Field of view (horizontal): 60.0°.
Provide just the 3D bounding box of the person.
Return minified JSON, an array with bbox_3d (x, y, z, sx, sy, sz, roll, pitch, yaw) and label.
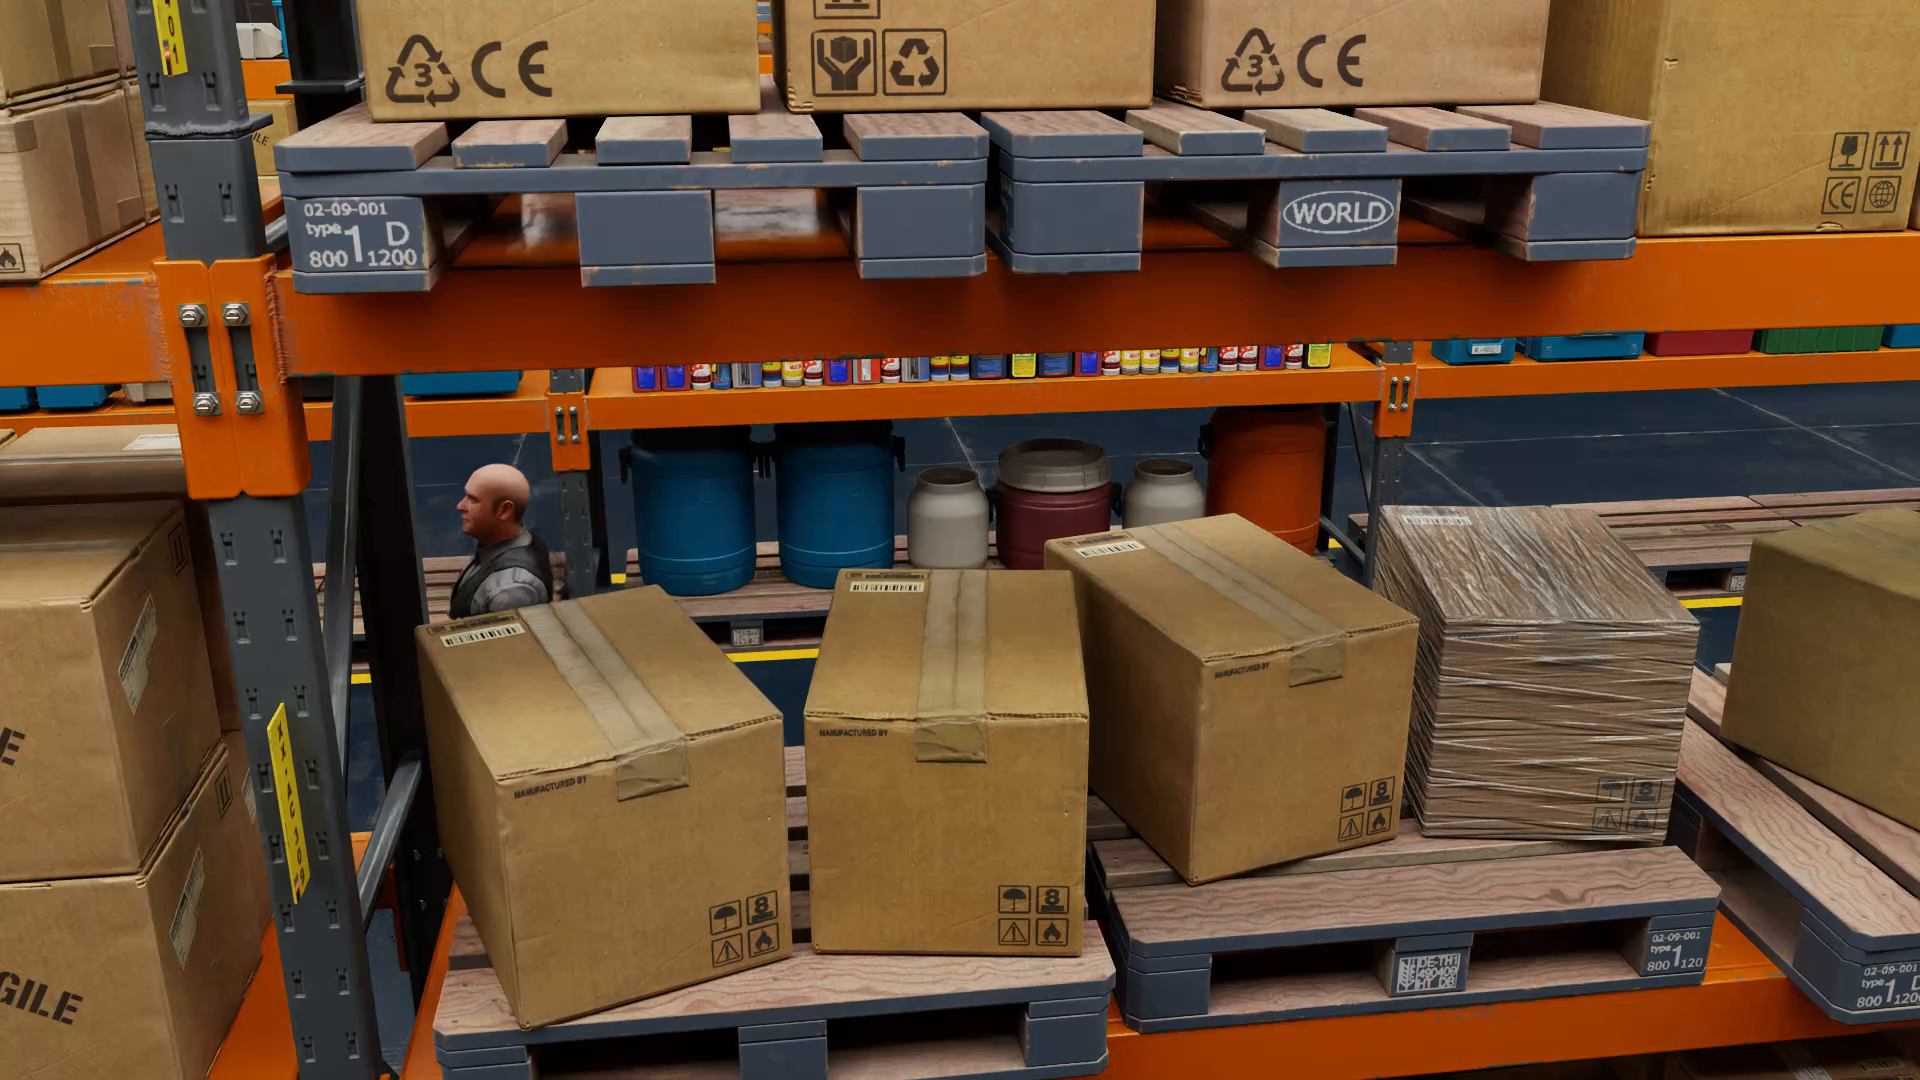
[{"bbox_3d":[-1.532,0.598,5.471,0.803,1.747,0.580,-7,21,-19],"label":"person"}]
